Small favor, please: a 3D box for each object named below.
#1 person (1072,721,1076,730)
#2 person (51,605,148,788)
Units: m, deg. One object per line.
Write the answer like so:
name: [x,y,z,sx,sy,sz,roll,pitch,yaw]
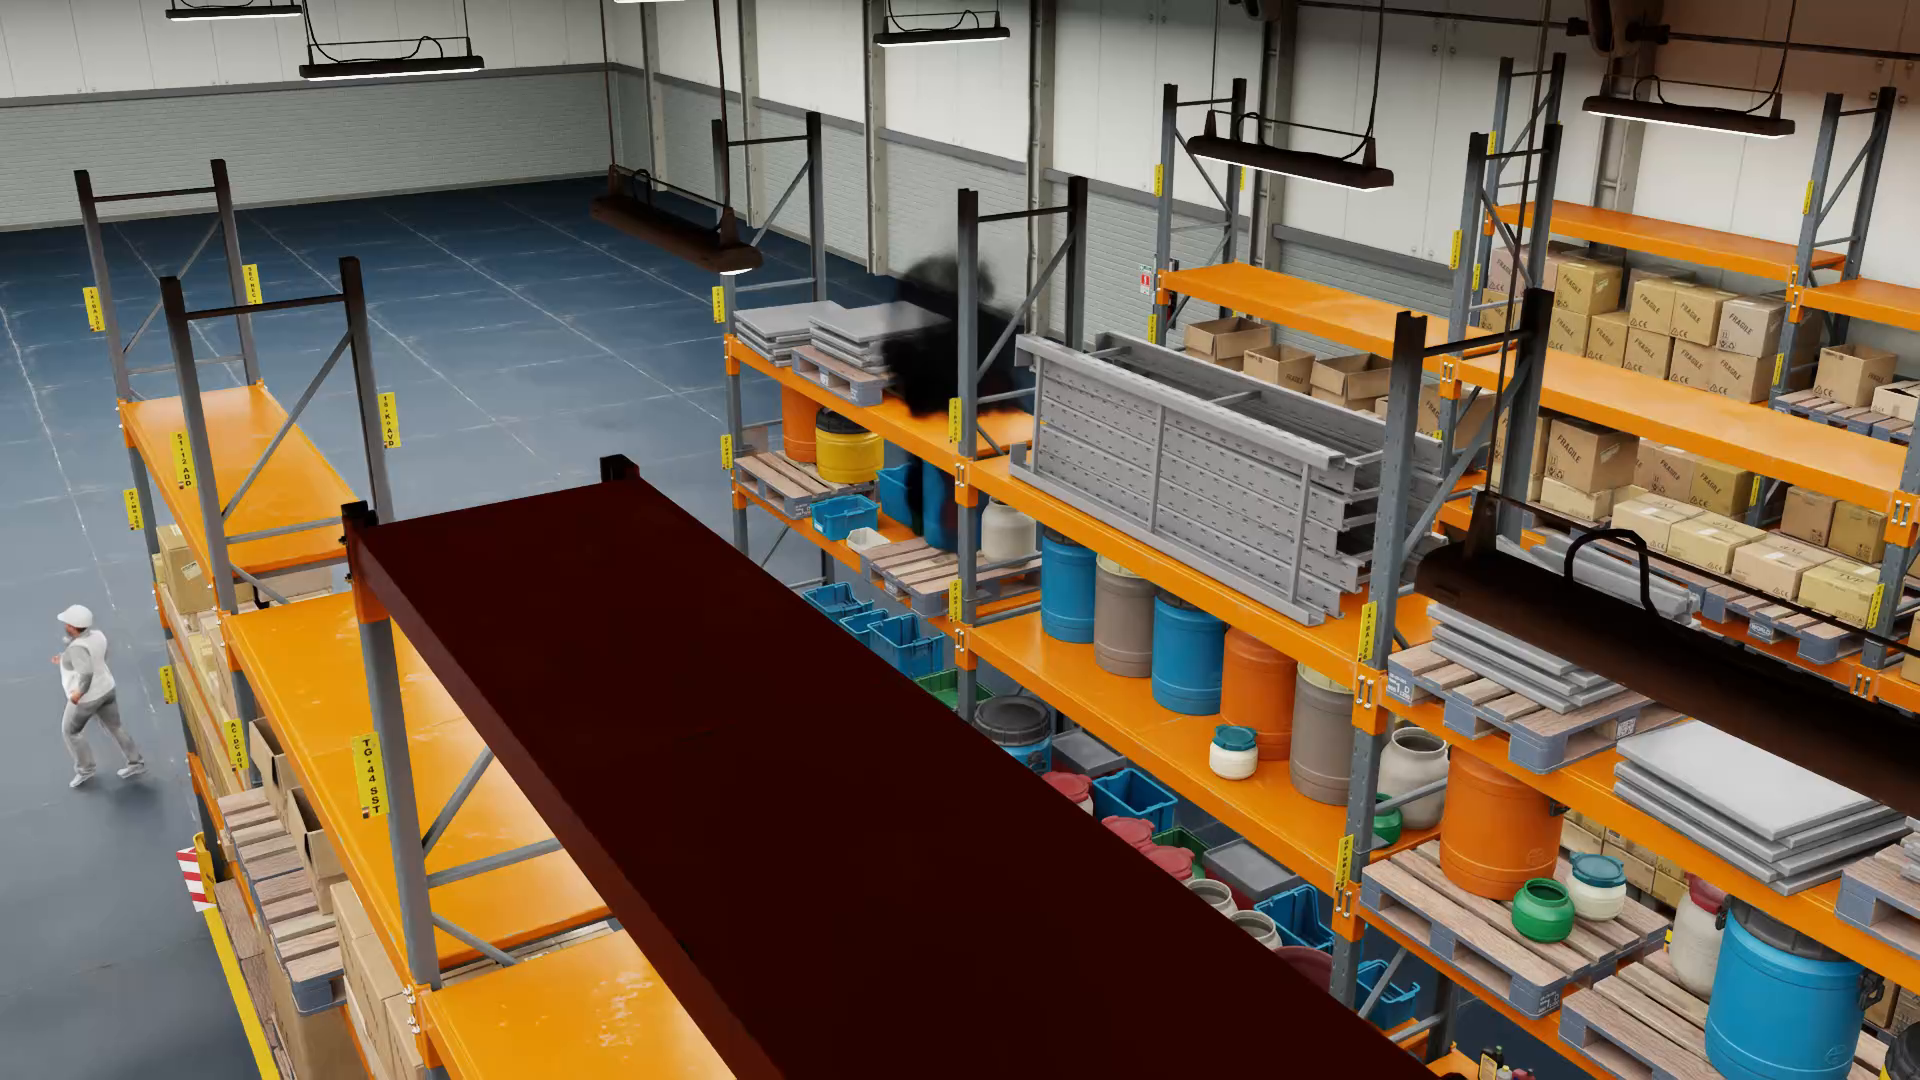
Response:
person: [1.062,1.549,15.445,0.503,1.559,0.493,-16,27,-34]
person: [-8.041,1.448,15.399,0.744,1.822,0.659,4,22,10]
